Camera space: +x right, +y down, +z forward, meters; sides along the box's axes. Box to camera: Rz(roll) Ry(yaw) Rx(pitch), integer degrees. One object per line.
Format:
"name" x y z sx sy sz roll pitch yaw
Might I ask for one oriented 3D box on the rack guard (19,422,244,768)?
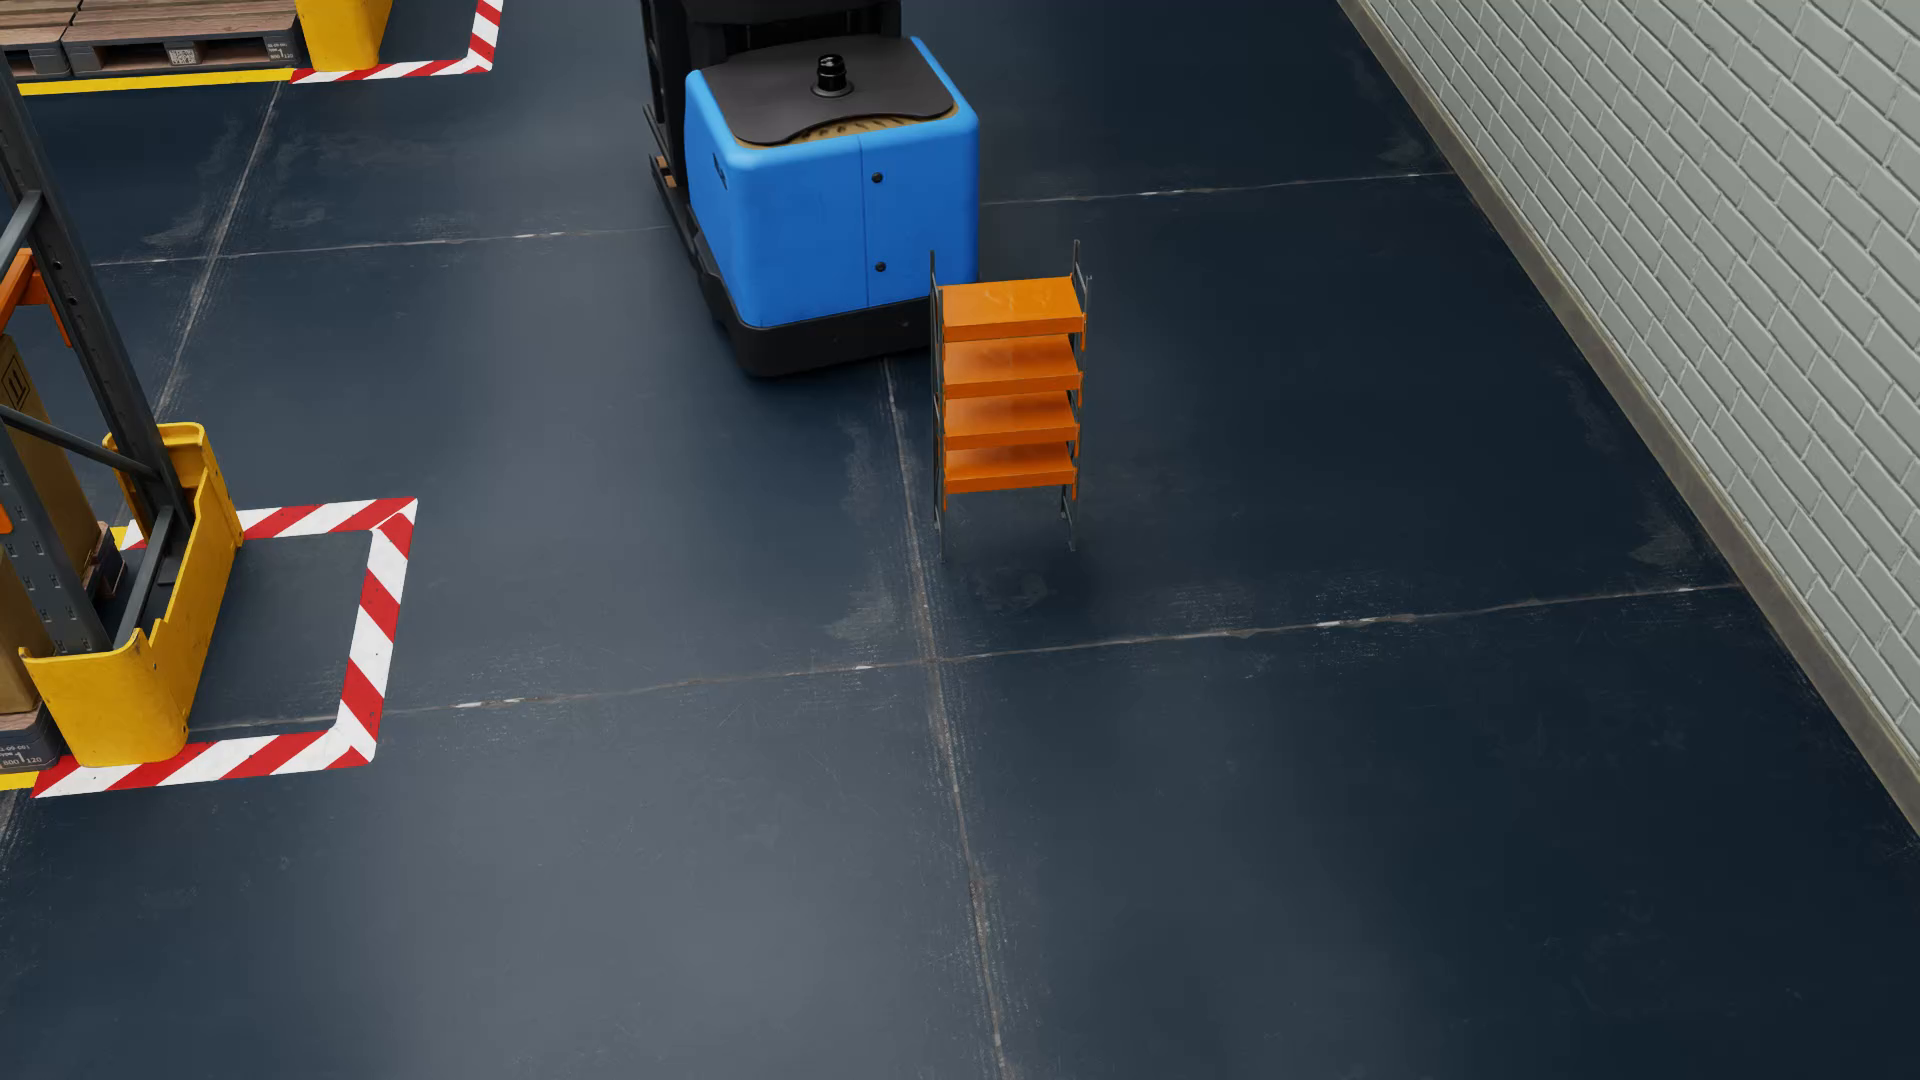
"rack guard" -2.800 0.161 5.699 0.348 0.500 1.175 -5 42 -6

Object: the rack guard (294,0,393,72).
"rack guard" -3.444 -3.137 9.355 0.348 0.500 1.175 -5 42 -6

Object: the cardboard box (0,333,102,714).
"cardboard box" -3.448 -0.024 5.310 0.875 0.875 0.875 -5 42 -6

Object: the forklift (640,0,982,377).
"forklift" -0.874 -2.762 7.124 1.130 2.935 3.031 -13 44 -14

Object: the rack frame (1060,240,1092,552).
"rack frame" 0.406 -0.481 5.888 0.015 1.200 0.240 -5 42 -6

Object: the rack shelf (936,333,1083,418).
"rack shelf" 0.164 -0.576 5.759 0.480 0.148 0.258 -5 42 -6

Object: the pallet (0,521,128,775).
"pallet" -3.607 0.391 5.658 1.213 0.211 1.003 -5 42 -6

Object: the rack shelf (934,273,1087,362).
"rack shelf" 0.164 -0.752 5.601 0.480 0.148 0.258 -5 42 -6

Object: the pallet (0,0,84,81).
"pallet" -5.496 -2.870 9.274 1.213 0.211 1.003 -5 42 -6

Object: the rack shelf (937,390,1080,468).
"rack shelf" 0.164 -0.410 5.909 0.480 0.148 0.258 -5 42 -6

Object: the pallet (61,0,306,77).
"pallet" -4.289 -2.974 9.389 1.213 0.211 1.003 -5 42 -6

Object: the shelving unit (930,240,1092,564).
"shelving unit" 0.164 -0.460 5.864 0.503 1.200 0.258 -5 42 -6

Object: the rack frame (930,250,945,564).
"rack frame" -0.078 -0.439 5.841 0.015 1.200 0.240 -5 42 -6

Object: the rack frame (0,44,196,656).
"rack frame" -2.824 -0.765 4.859 0.127 3.000 1.000 -5 42 -6

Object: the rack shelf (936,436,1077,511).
"rack shelf" 0.164 -0.263 6.042 0.480 0.148 0.258 -5 42 -6

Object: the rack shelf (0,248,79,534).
"rack shelf" -4.807 -0.325 4.907 4.000 0.370 1.077 -5 42 -6
